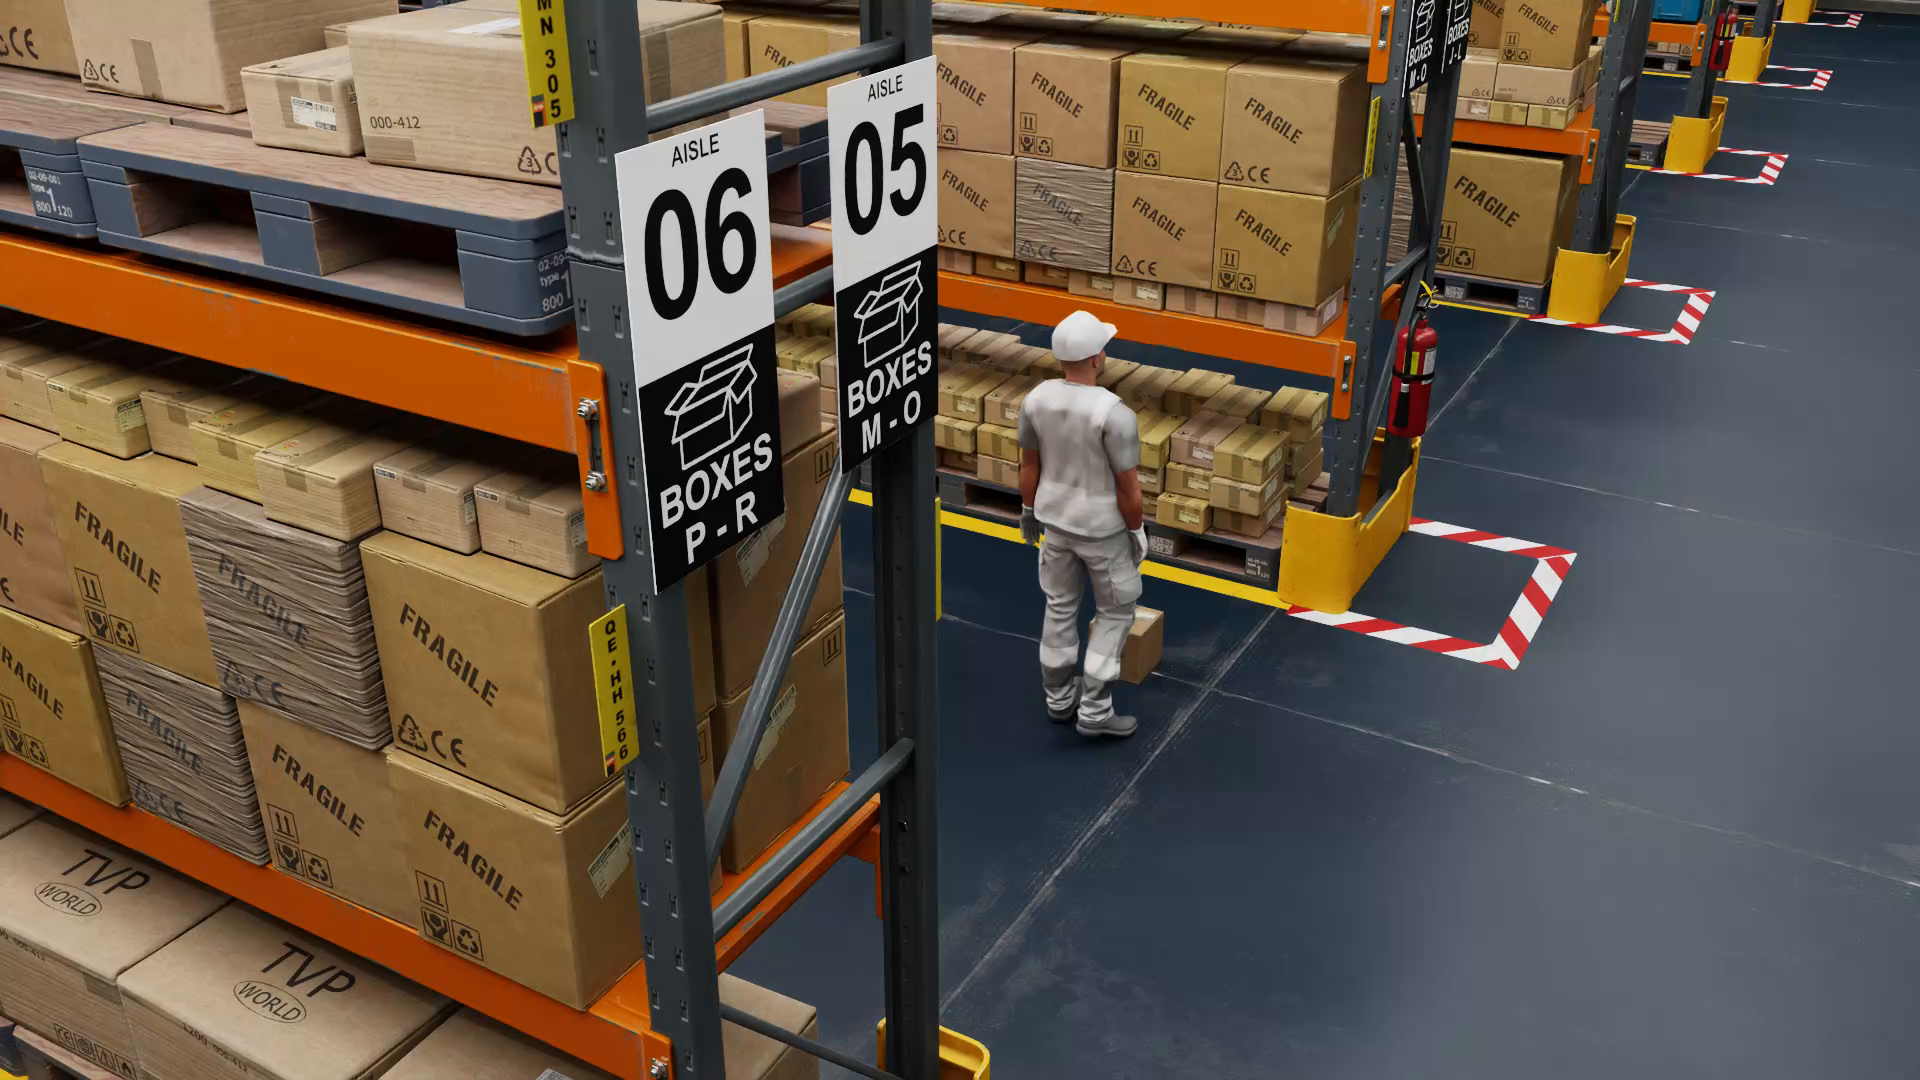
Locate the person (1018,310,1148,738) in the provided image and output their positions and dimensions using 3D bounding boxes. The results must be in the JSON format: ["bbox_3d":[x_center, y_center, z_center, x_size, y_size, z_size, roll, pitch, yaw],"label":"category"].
[{"bbox_3d":[0.484,-0.061,6.685,0.576,1.804,0.381,17,31,31],"label":"person"}]
